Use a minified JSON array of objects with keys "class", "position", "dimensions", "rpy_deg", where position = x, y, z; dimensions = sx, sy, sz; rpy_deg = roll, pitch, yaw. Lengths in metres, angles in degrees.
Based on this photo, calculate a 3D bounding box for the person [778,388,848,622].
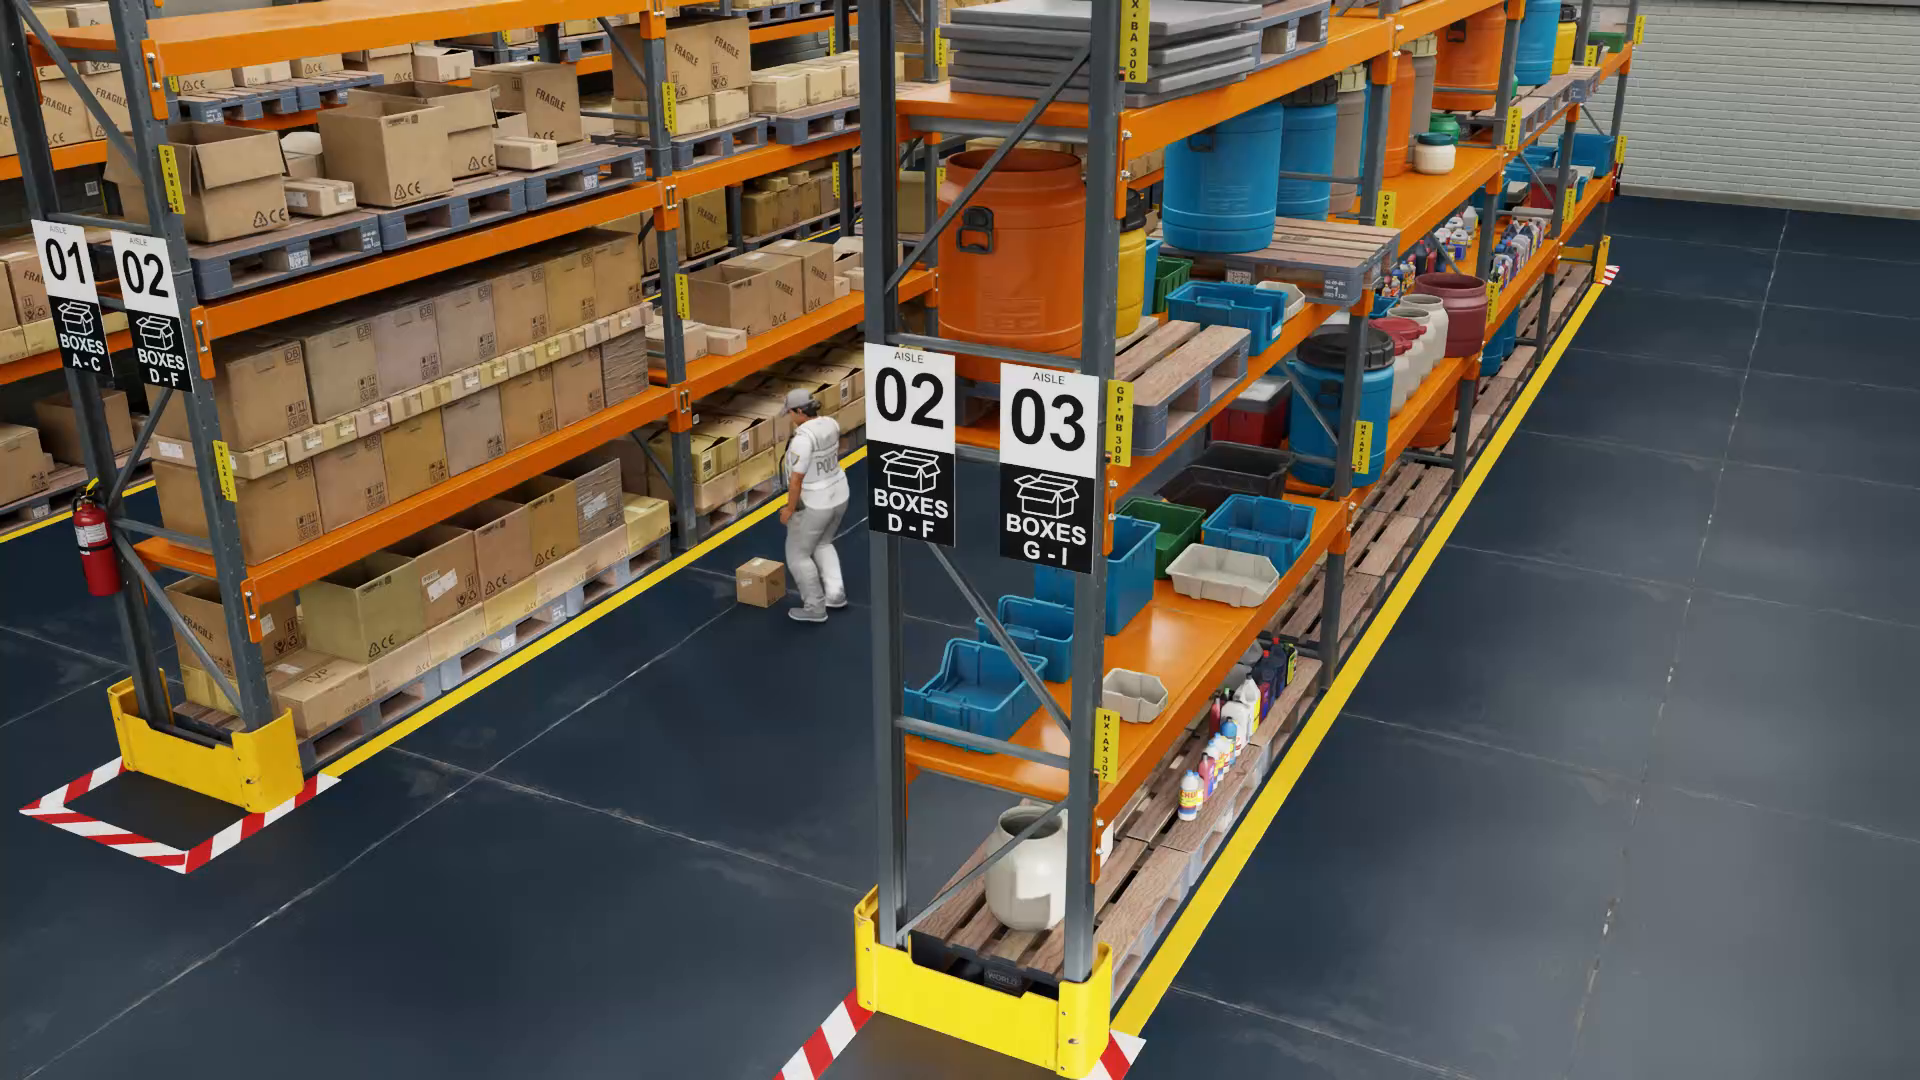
[{"class":"person","position":[-1.018,-0.239,11.343],"dimensions":[0.415,1.640,0.484],"rpy_deg":[12,26,26]}]
